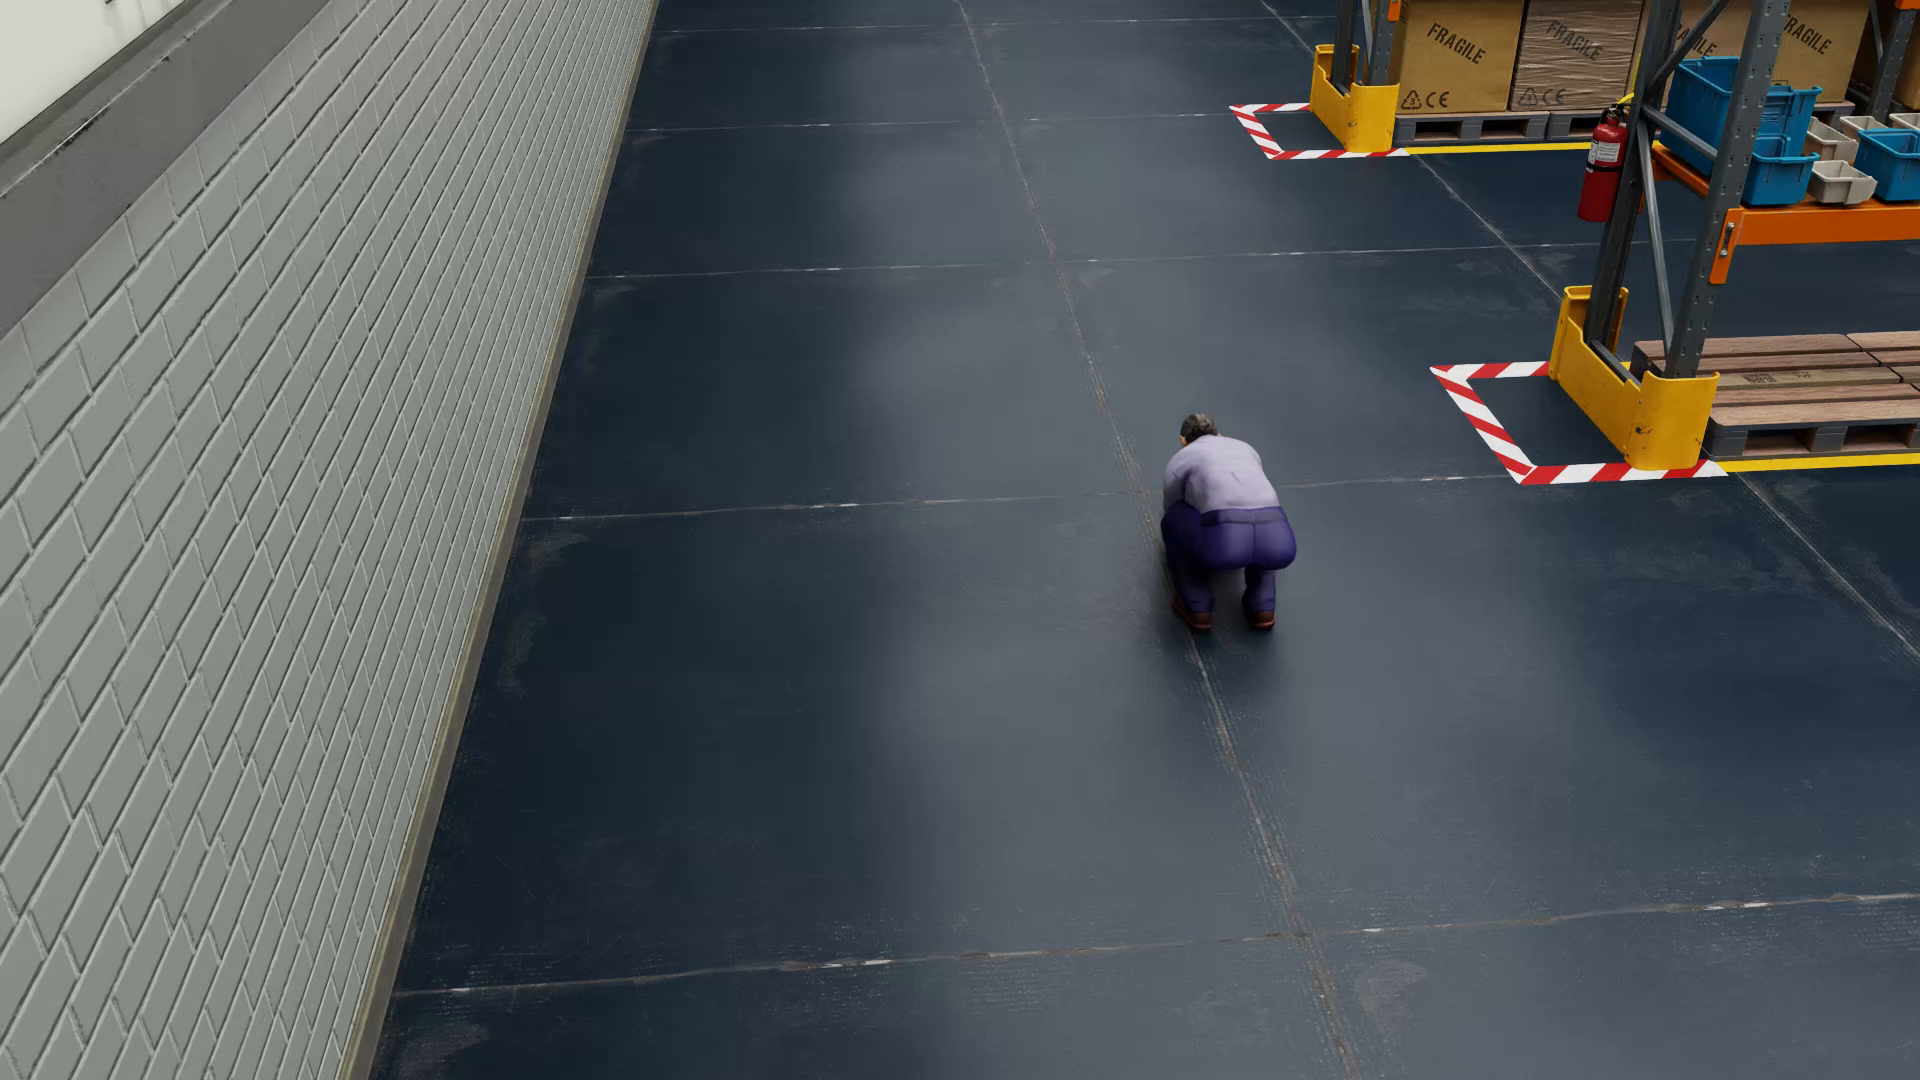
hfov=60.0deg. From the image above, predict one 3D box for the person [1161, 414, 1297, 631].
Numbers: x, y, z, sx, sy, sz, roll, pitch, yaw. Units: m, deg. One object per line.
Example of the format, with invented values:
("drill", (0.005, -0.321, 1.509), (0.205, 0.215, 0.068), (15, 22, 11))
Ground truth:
("person", (1.133, -0.081, 7.181), (0.488, 0.746, 0.816), (-3, 31, -6))
